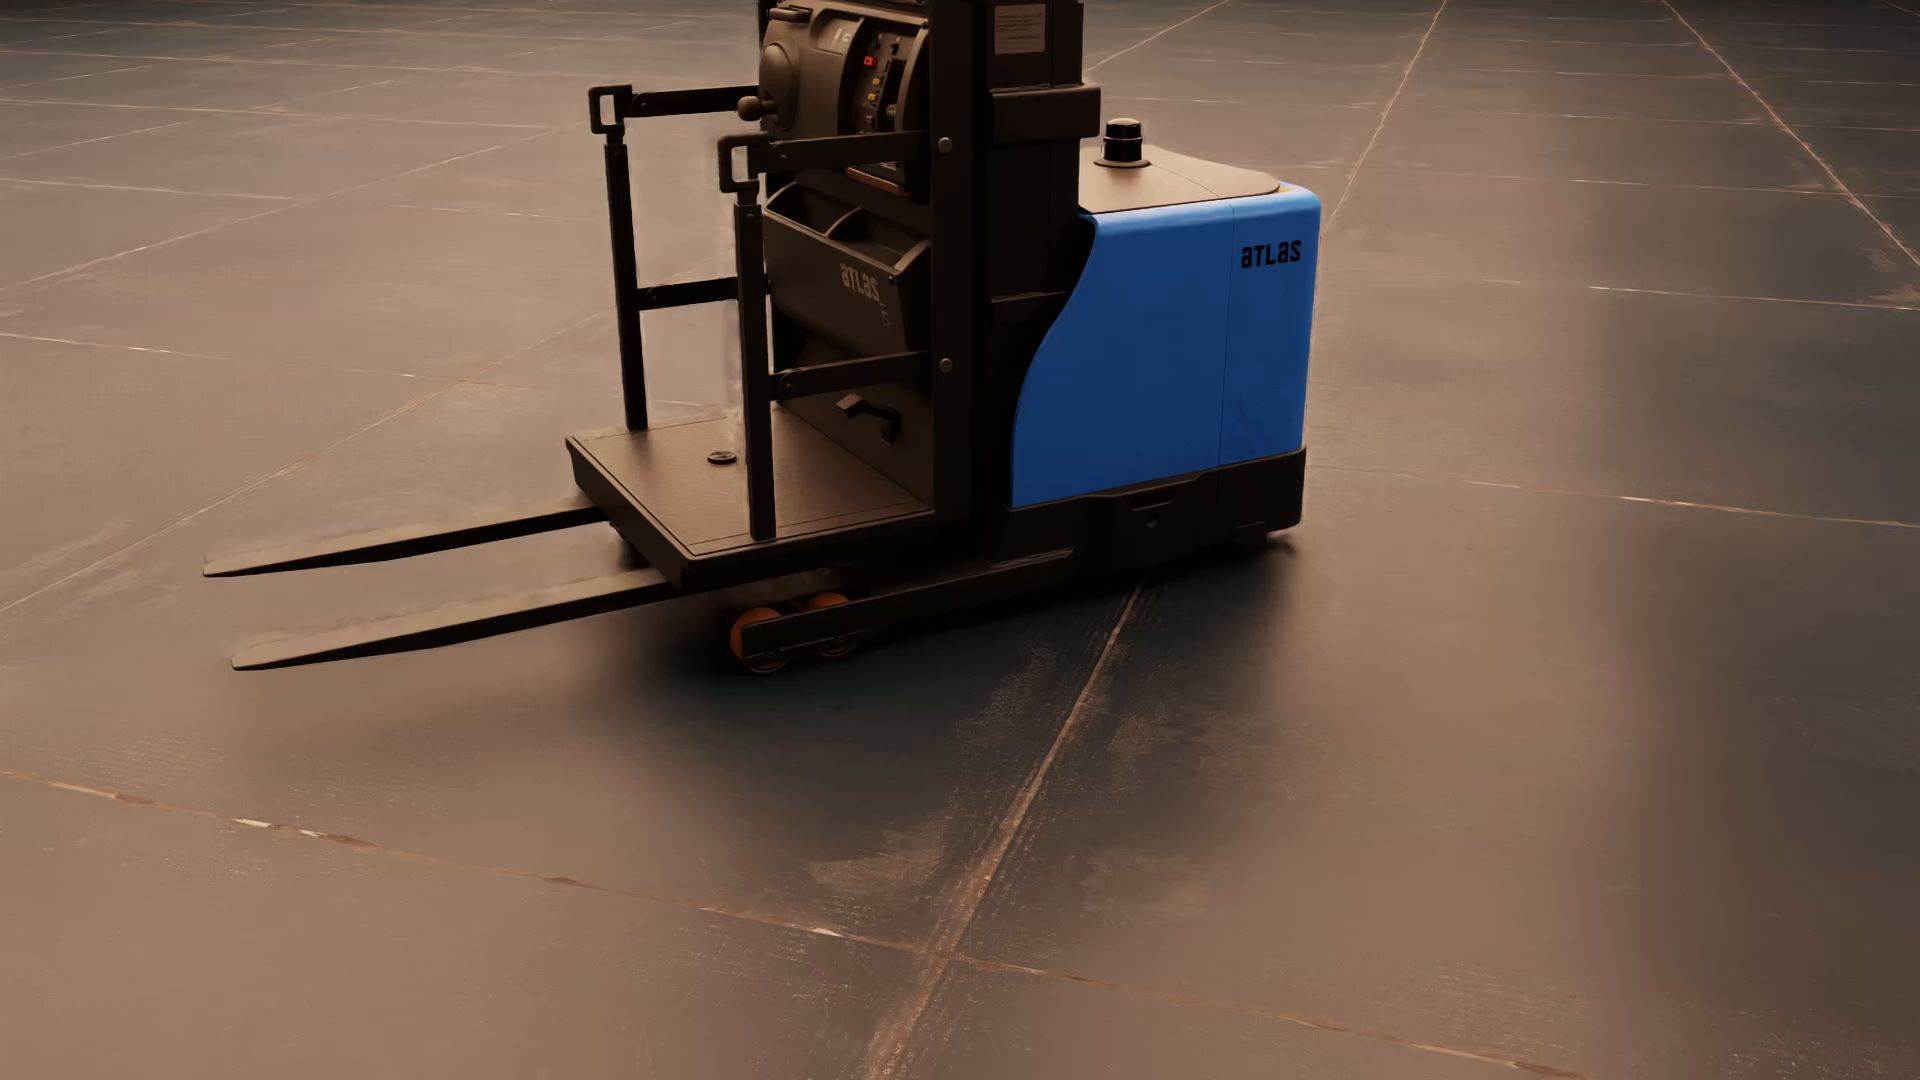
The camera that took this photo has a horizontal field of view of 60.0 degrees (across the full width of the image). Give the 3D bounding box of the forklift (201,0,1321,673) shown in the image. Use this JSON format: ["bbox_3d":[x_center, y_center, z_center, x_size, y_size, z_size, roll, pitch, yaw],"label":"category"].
[{"bbox_3d":[-0.501,-1.241,4.286,3.031,2.935,1.130,-12,25,-26],"label":"forklift"}]
